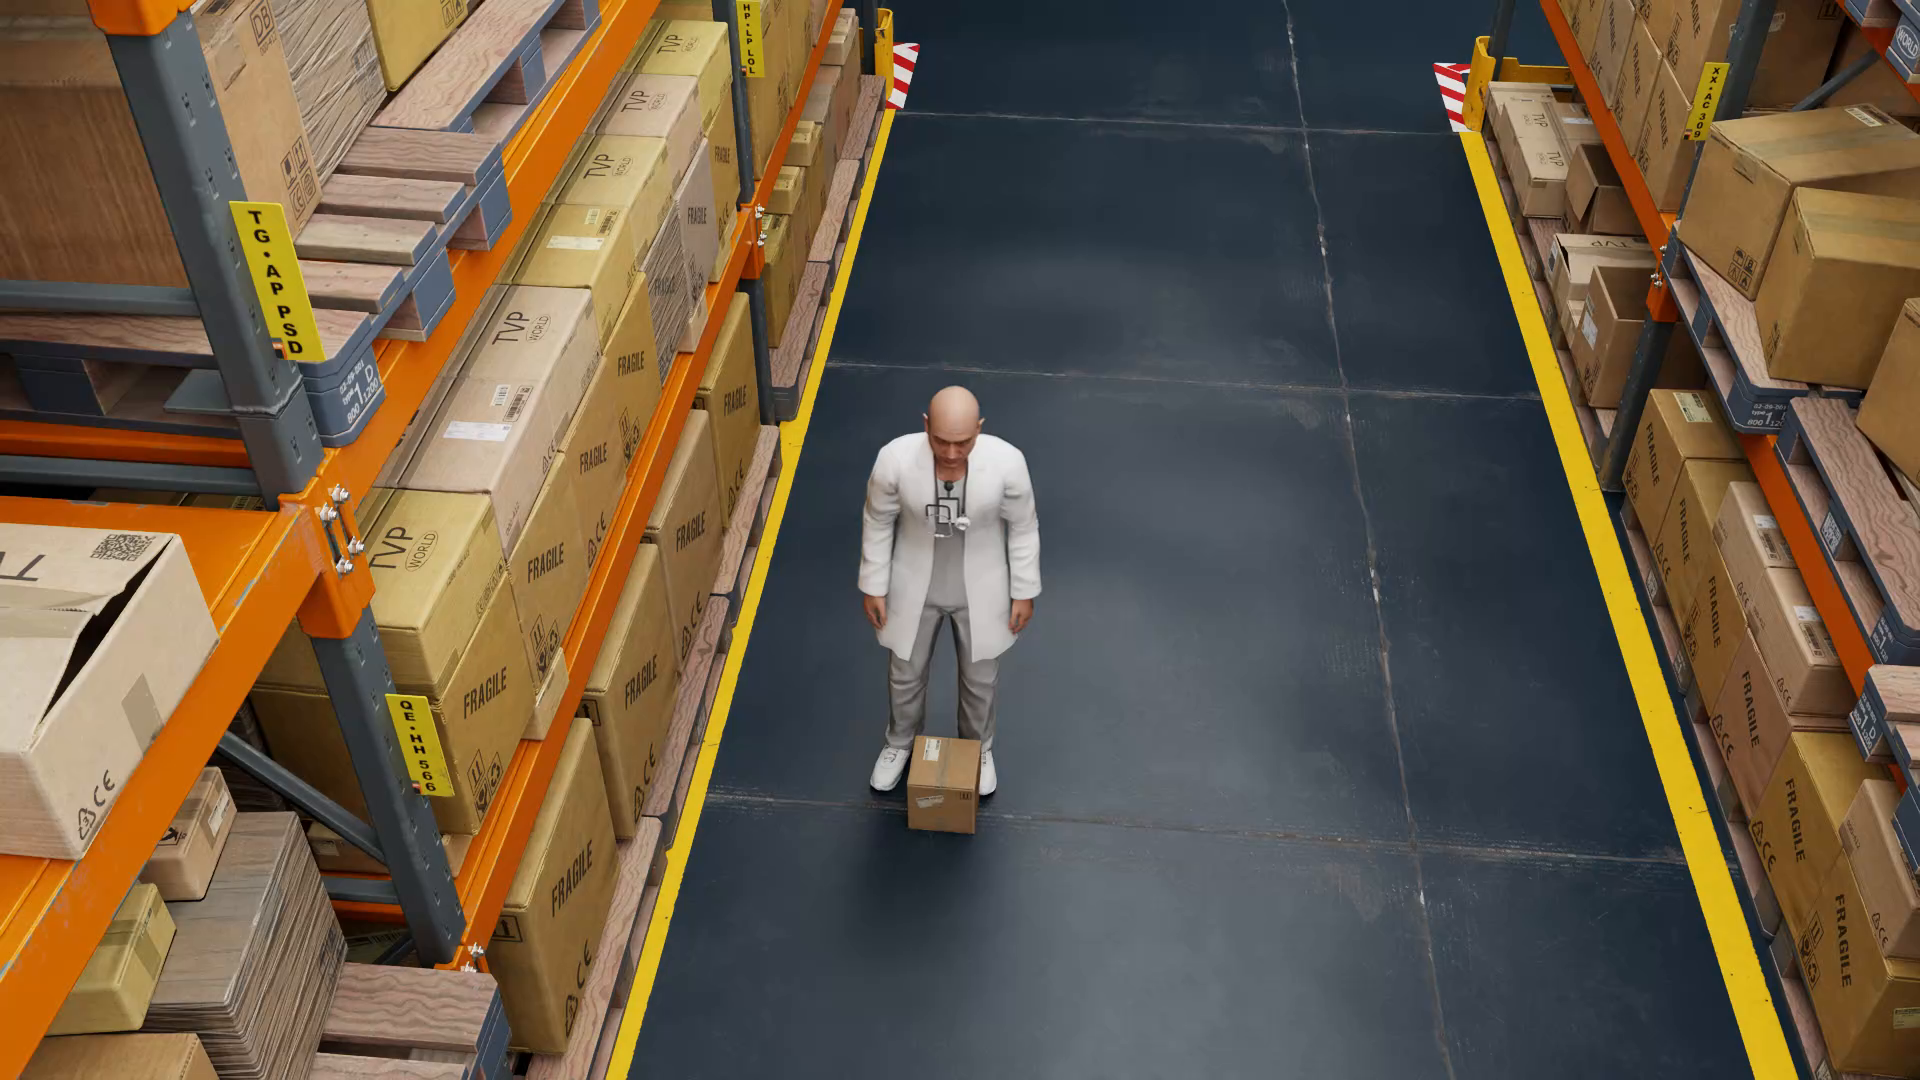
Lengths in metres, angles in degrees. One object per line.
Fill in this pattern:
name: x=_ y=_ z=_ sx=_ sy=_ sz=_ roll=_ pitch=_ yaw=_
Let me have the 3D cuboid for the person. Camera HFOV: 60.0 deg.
person: x=-0.038 y=0.177 z=5.953 sx=0.656 sy=1.774 sz=0.416 roll=2 pitch=40 yaw=2
